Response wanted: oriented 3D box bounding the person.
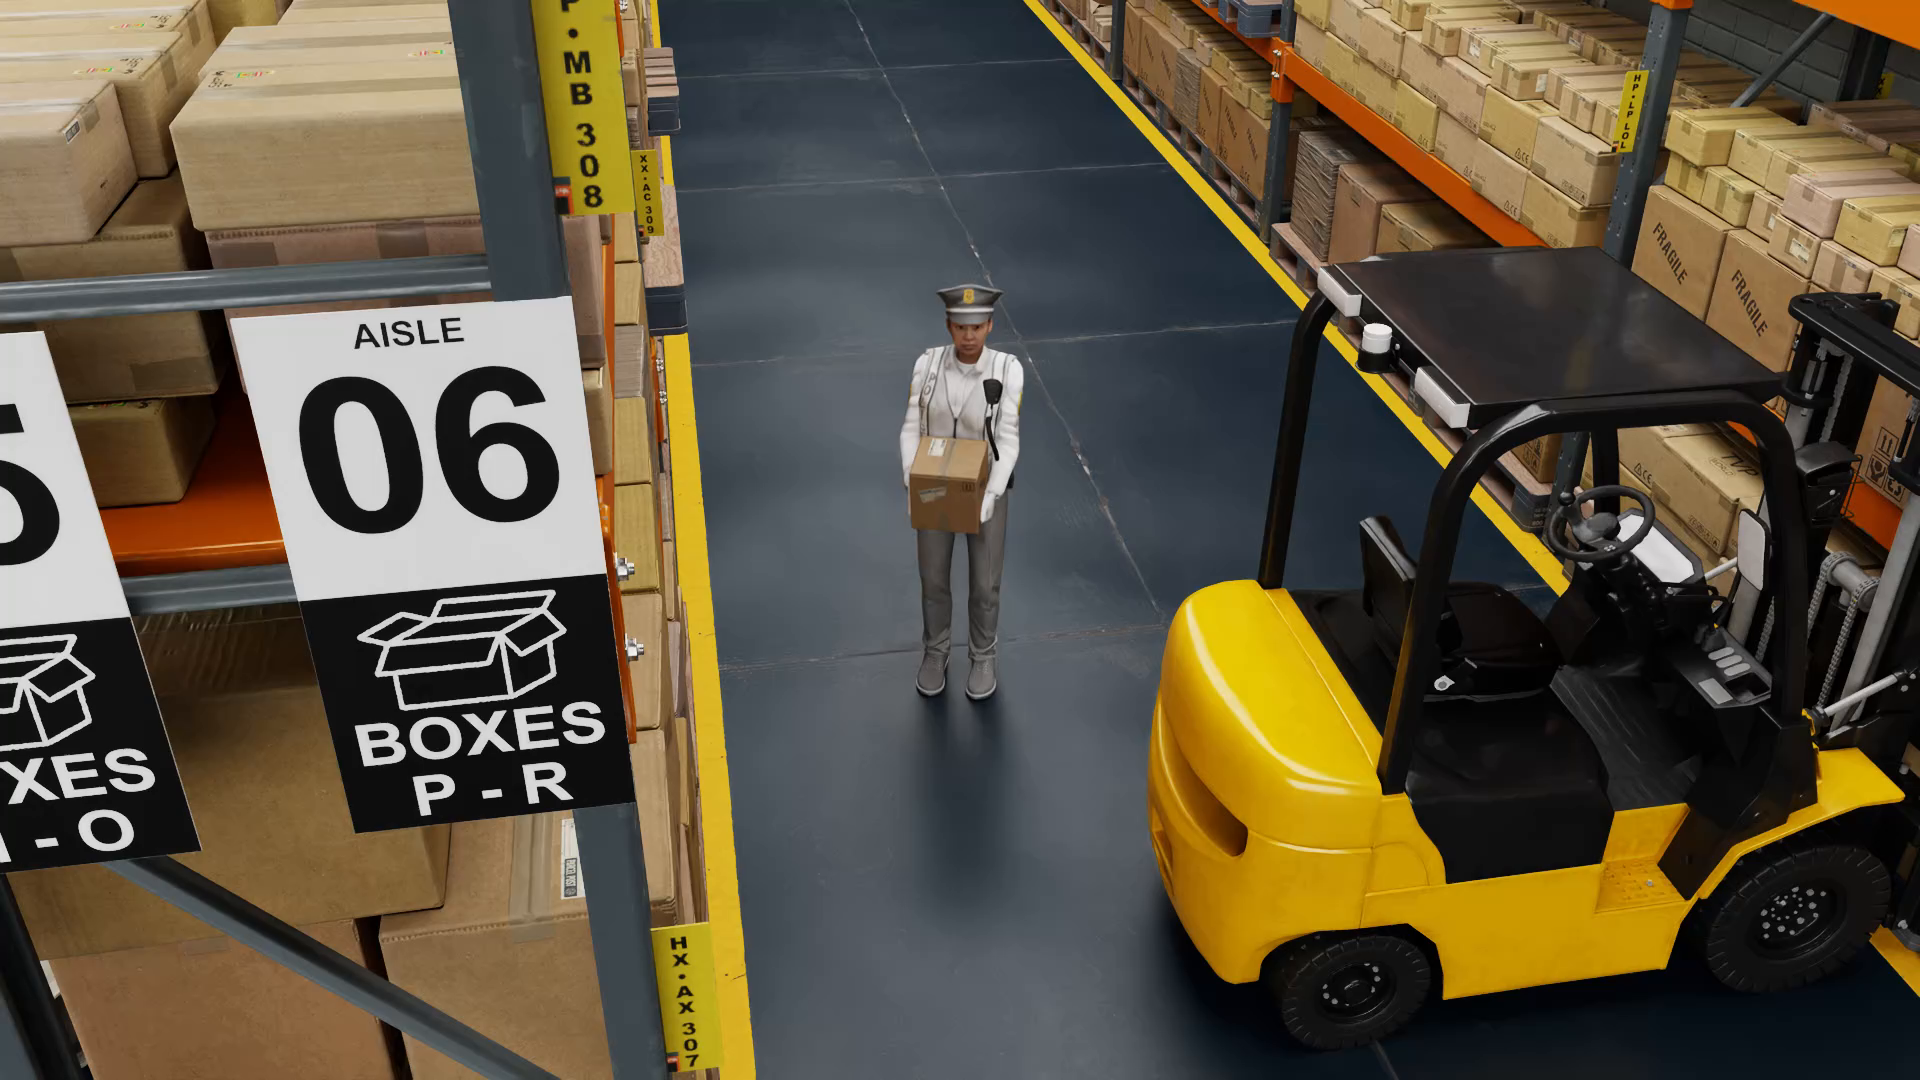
[{"bbox_3d":[-0.004,-0.161,6.381,0.458,1.686,0.558,5,31,8],"label":"person"}]
